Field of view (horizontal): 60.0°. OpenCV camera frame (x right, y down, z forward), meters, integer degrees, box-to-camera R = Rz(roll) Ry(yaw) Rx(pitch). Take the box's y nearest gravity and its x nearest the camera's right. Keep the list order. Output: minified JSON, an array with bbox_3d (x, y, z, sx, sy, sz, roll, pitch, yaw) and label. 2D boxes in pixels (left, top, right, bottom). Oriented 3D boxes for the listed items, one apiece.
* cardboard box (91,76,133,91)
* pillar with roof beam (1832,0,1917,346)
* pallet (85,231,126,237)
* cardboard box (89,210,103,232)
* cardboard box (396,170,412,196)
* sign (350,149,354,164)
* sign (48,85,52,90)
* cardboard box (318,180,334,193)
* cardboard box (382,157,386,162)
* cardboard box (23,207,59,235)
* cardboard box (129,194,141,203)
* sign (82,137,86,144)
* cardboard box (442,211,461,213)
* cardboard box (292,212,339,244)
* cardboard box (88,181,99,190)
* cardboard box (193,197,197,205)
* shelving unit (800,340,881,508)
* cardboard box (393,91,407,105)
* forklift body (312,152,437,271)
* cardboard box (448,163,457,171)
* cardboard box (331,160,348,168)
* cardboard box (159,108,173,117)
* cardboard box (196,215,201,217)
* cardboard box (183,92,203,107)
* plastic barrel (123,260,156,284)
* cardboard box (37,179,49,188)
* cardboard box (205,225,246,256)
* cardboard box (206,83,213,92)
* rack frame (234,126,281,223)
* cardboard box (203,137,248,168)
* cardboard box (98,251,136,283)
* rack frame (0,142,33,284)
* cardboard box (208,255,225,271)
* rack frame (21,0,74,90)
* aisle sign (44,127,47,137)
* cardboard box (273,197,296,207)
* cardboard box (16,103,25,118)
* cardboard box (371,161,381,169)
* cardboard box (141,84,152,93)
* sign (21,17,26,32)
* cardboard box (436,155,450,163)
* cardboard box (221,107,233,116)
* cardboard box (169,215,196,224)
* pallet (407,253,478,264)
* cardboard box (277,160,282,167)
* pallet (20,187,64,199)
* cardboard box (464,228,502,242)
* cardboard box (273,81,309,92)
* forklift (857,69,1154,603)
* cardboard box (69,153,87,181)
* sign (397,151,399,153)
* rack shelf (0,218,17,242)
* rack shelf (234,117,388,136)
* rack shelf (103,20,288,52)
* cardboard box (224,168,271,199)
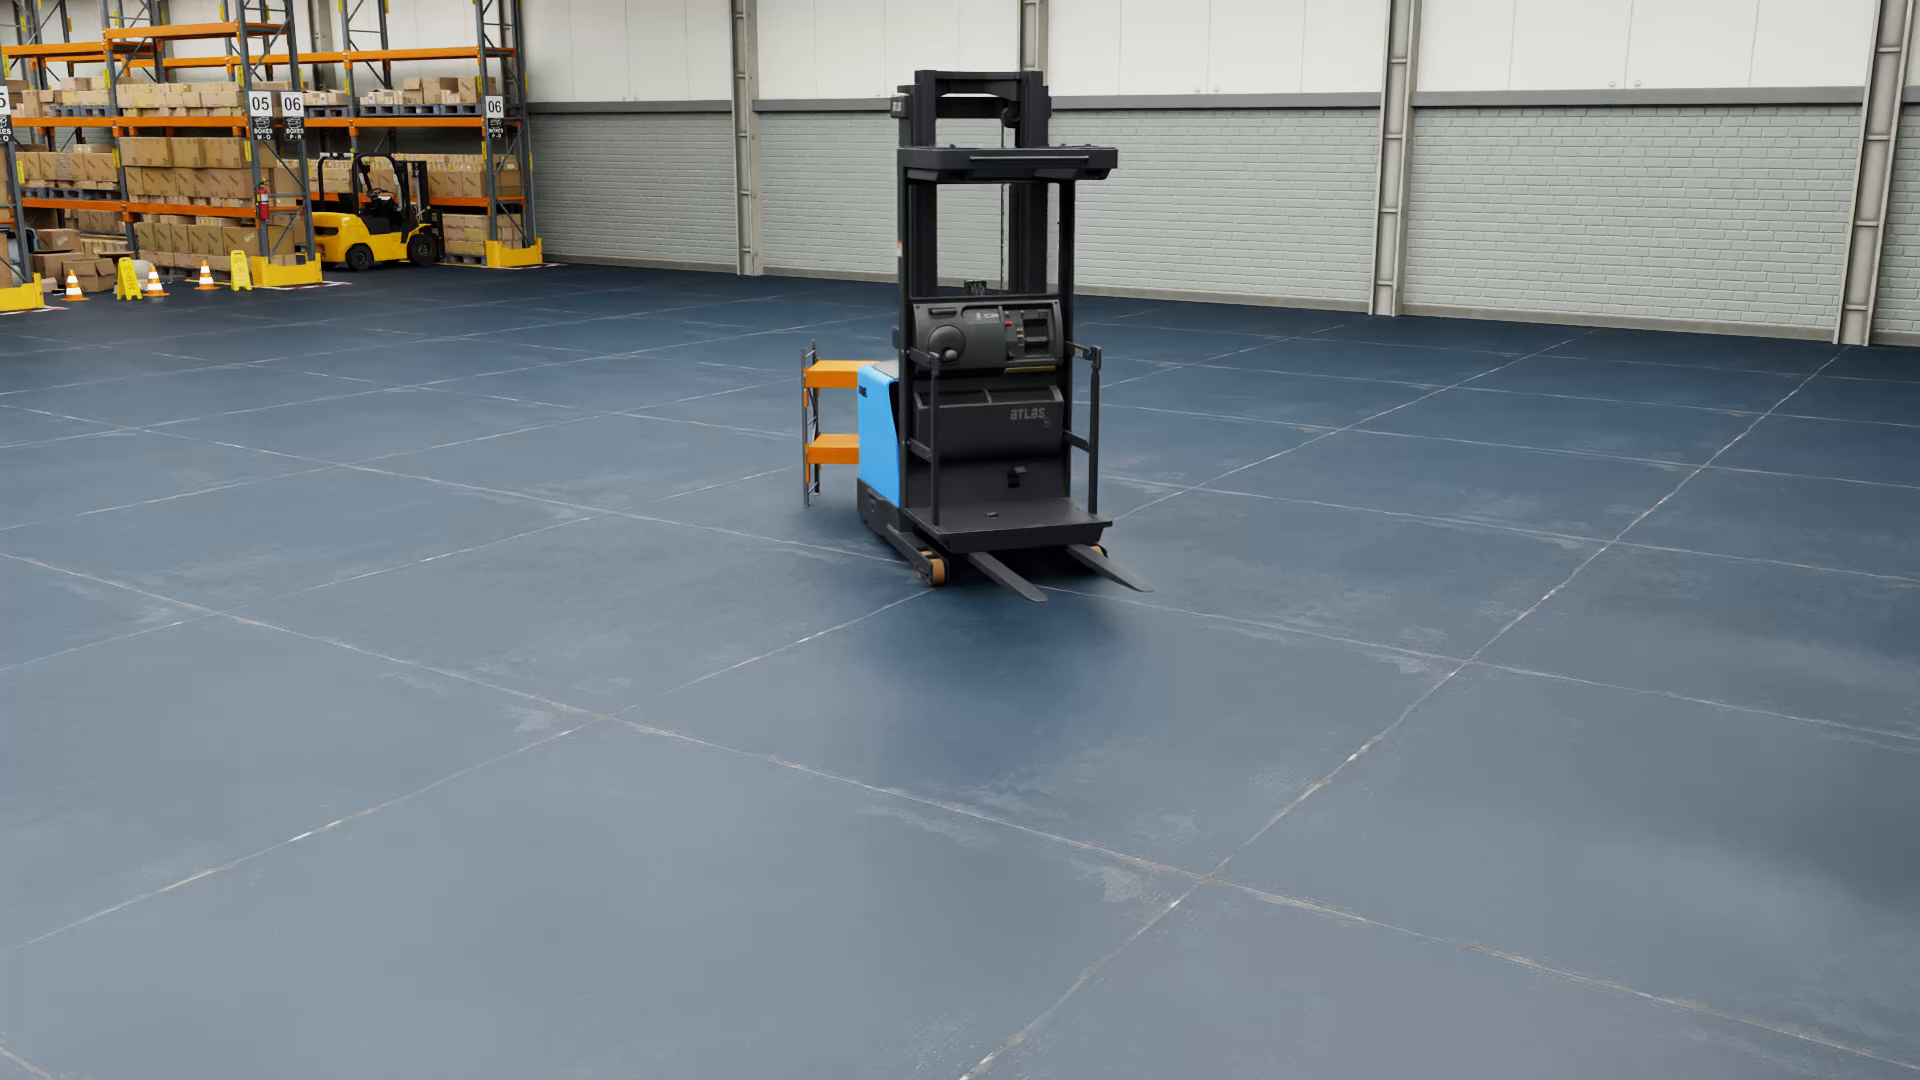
[{"bbox_3d":[-15.375,-8.275,30.164,0.500,0.250,0.500,10,17,34],"label":"cardboard box"},{"bbox_3d":[8.701,-5.955,16.152,0.400,9.000,9.100,9,17,33],"label":"pillar with roof beam"},{"bbox_3d":[-20.279,-7.358,40.108,1.213,0.211,1.003,9,17,33],"label":"pallet"},{"bbox_3d":[-20.487,-7.669,39.888,0.500,0.500,0.500,10,17,34],"label":"cardboard box"},{"bbox_3d":[-10.971,-7.186,33.401,0.500,0.500,0.500,9,17,32],"label":"cardboard box"},{"bbox_3d":[-12.350,-7.797,33.834,0.005,0.325,0.100,9,17,33],"label":"sign"},{"bbox_3d":[-17.837,-8.744,32.586,0.005,0.325,0.100,9,17,33],"label":"sign"},{"bbox_3d":[-13.040,-7.392,34.754,0.500,0.250,0.500,9,17,32],"label":"cardboard box"},{"bbox_3d":[-11.472,-7.740,33.669,0.250,0.149,0.380,9,16,32],"label":"cardboard box"},{"bbox_3d":[-18.668,-6.211,33.219,0.875,0.875,0.875,9,17,32],"label":"cardboard box"},{"bbox_3d":[-14.740,-6.165,30.007,0.250,0.149,0.380,9,17,33],"label":"cardboard box"},{"bbox_3d":[-21.686,-9.816,41.166,0.005,0.325,0.100,9,17,33],"label":"sign"},{"bbox_3d":[-10.276,-6.509,33.642,0.500,0.250,0.500,9,16,32],"label":"cardboard box"},{"bbox_3d":[-13.759,-6.708,35.747,0.625,0.625,0.875,8,16,31],"label":"cardboard box"},{"bbox_3d":[-15.846,-6.555,30.710,0.250,0.149,0.380,9,16,32],"label":"cardboard box"},{"bbox_3d":[-13.191,-5.951,29.143,0.250,0.149,0.380,9,17,33],"label":"cardboard box"},{"bbox_3d":[-0.561,-0.825,11.814,1.048,1.125,0.538,1,14,5],"label":"shelving unit"},{"bbox_3d":[-10.993,-8.767,32.951,0.258,0.266,0.396,9,16,31],"label":"cardboard box"},{"bbox_3d":[-11.328,-6.325,31.899,1.214,2.155,2.313,9,17,33],"label":"forklift body"},{"bbox_3d":[-9.789,-7.312,32.559,0.250,0.149,0.380,9,17,32],"label":"cardboard box"},{"bbox_3d":[-12.861,-7.822,34.622,0.250,0.149,0.380,9,17,33],"label":"cardboard box"},{"bbox_3d":[-13.680,-7.446,28.940,0.250,0.149,0.380,9,16,32],"label":"cardboard box"},{"bbox_3d":[-17.132,-7.129,37.706,0.500,0.500,0.500,8,16,31],"label":"cardboard box"},{"bbox_3d":[-12.928,-7.535,28.472,0.500,0.250,0.500,10,17,34],"label":"cardboard box"},{"bbox_3d":[-14.062,-4.581,28.448,0.512,0.421,0.421,-4,14,-16],"label":"plastic barrel"},{"bbox_3d":[-17.342,-6.799,31.696,0.250,0.149,0.380,9,17,33],"label":"cardboard box"},{"bbox_3d":[-12.749,-5.214,28.933,0.500,0.500,0.500,10,17,35],"label":"cardboard box"},{"bbox_3d":[-12.545,-7.681,28.231,0.250,0.149,0.380,9,17,33],"label":"cardboard box"},{"bbox_3d":[-15.374,-7.920,36.573,0.127,3.000,1.000,9,17,33],"label":"rack frame"},{"bbox_3d":[-12.465,-6.629,28.452,0.500,0.500,0.700,9,17,33],"label":"cardboard box"},{"bbox_3d":[-14.693,-4.766,29.029,0.500,0.500,0.500,-4,14,-16],"label":"cardboard box"},{"bbox_3d":[-14.182,-4.856,24.197,0.127,3.000,1.000,9,17,33],"label":"rack frame"},{"bbox_3d":[-12.750,-4.851,29.027,0.500,0.250,0.500,9,17,33],"label":"cardboard box"},{"bbox_3d":[-22.013,-11.904,40.186,0.127,3.000,1.000,9,17,33],"label":"rack frame"},{"bbox_3d":[-22.233,-10.205,40.395,0.004,0.787,0.394,9,17,33],"label":"aisle sign"},{"bbox_3d":[-11.670,-5.821,28.620,0.250,0.149,0.380,9,17,33],"label":"cardboard box"},{"bbox_3d":[-17.763,-8.210,31.783,0.258,0.266,0.396,9,17,33],"label":"cardboard box"},{"bbox_3d":[-11.722,-7.617,33.792,0.250,0.149,0.380,10,17,34],"label":"cardboard box"},{"bbox_3d":[-14.094,-7.900,29.115,0.250,0.149,0.380,9,17,32],"label":"cardboard box"},{"bbox_3d":[-22.316,-12.288,39.627,0.005,0.325,0.100,9,17,33],"label":"sign"},{"bbox_3d":[-10.048,-7.478,32.613,0.250,0.149,0.380,10,17,34],"label":"cardboard box"},{"bbox_3d":[-12.180,-7.209,27.985,0.250,0.149,0.380,9,17,33],"label":"cardboard box"},{"bbox_3d":[-13.761,-5.675,29.444,0.250,0.149,0.380,10,17,36],"label":"cardboard box"},{"bbox_3d":[-10.402,-5.751,33.616,1.213,0.211,1.003,9,17,33],"label":"pallet"},{"bbox_3d":[-14.375,-8.056,35.567,0.250,0.149,0.380,9,17,33],"label":"cardboard box"},{"bbox_3d":[-17.491,-6.762,32.296,1.003,0.211,1.213,9,17,33],"label":"pallet"},{"bbox_3d":[-9.315,-5.961,32.471,0.500,0.250,0.500,9,16,32],"label":"cardboard box"},{"bbox_3d":[-14.065,-9.394,34.998,0.500,0.500,0.500,10,17,34],"label":"cardboard box"},{"bbox_3d":[0.242,-1.258,9.807,1.130,2.935,3.031,-4,15,-18],"label":"forklift"},{"bbox_3d":[-16.171,-6.943,30.925,0.500,0.500,0.500,10,17,35],"label":"cardboard box"},{"bbox_3d":[-11.747,-7.953,34.740,0.005,0.325,0.100,9,17,33],"label":"sign"},{"bbox_3d":[-15.842,-4.775,25.367,4.000,0.370,1.077,9,17,33],"label":"rack shelf"},{"bbox_3d":[-13.715,-8.758,35.215,4.000,0.370,1.077,9,17,33],"label":"rack shelf"},{"bbox_3d":[-13.163,-8.686,28.688,4.000,0.370,1.077,9,17,33],"label":"rack shelf"},{"bbox_3d":[-12.107,-6.067,28.263,0.500,0.500,0.500,9,16,32],"label":"cardboard box"}]
